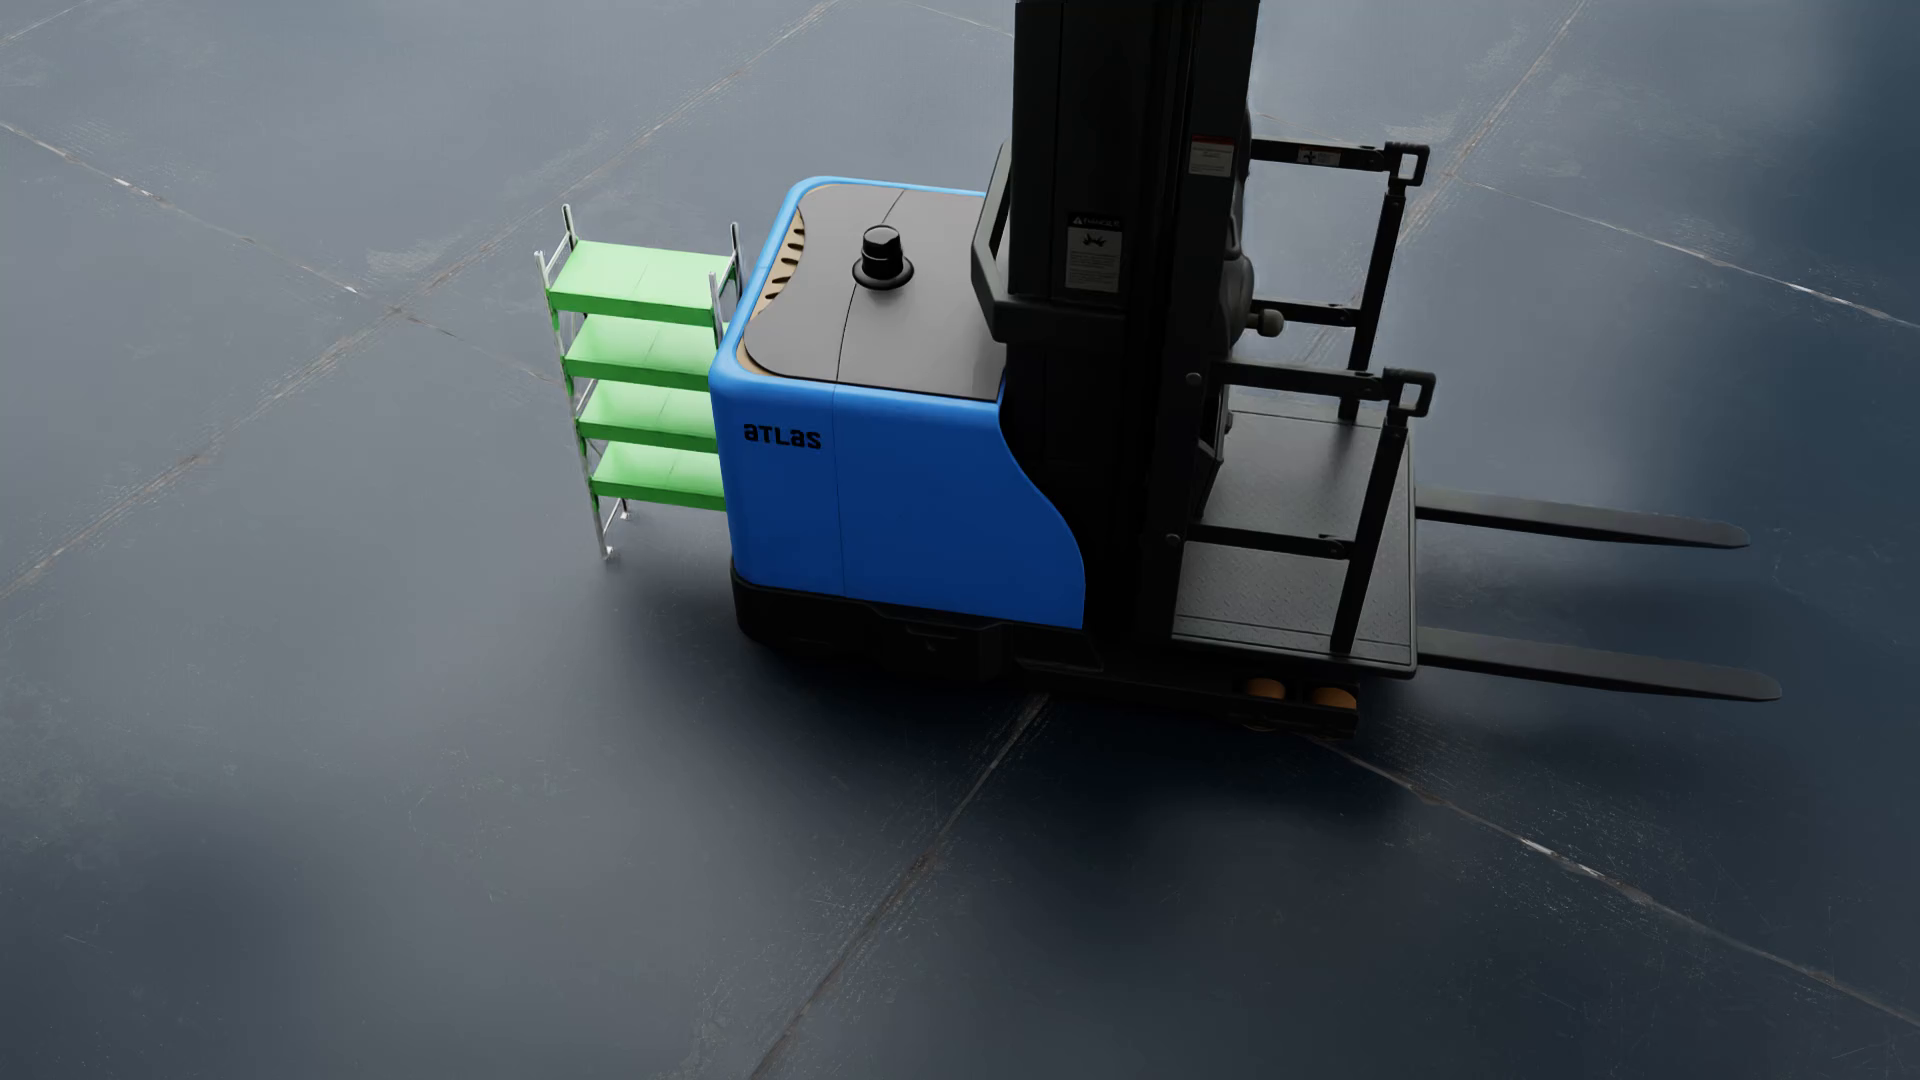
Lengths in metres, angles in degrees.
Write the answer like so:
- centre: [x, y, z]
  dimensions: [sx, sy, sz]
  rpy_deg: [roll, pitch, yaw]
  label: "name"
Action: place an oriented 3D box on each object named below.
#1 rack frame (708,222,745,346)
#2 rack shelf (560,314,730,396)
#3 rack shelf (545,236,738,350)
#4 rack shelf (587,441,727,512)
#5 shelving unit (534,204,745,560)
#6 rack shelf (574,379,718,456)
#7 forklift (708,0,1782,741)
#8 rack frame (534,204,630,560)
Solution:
- centre: [-0.644, -0.376, 4.950]
  dimensions: [0.015, 1.200, 0.240]
  rpy_deg: [7, 46, 7]
  label: "rack frame"
- centre: [-0.884, -0.530, 4.854]
  dimensions: [0.480, 0.148, 0.258]
  rpy_deg: [7, 46, 7]
  label: "rack shelf"
- centre: [-0.884, -0.697, 4.682]
  dimensions: [0.480, 0.148, 0.258]
  rpy_deg: [7, 46, 7]
  label: "rack shelf"
- centre: [-0.884, -0.196, 5.199]
  dimensions: [0.480, 0.148, 0.258]
  rpy_deg: [7, 46, 7]
  label: "rack shelf"
- centre: [-0.884, -0.407, 4.981]
  dimensions: [0.503, 1.200, 0.258]
  rpy_deg: [7, 46, 7]
  label: "shelving unit"
- centre: [-0.884, -0.363, 5.026]
  dimensions: [0.480, 0.148, 0.258]
  rpy_deg: [7, 46, 7]
  label: "rack shelf"
- centre: [0.885, -0.851, 4.205]
  dimensions: [3.031, 2.935, 1.130]
  rpy_deg: [7, 46, 7]
  label: "forklift"
- centre: [-1.124, -0.439, 5.011]
  dimensions: [0.015, 1.200, 0.240]
  rpy_deg: [7, 46, 7]
  label: "rack frame"
